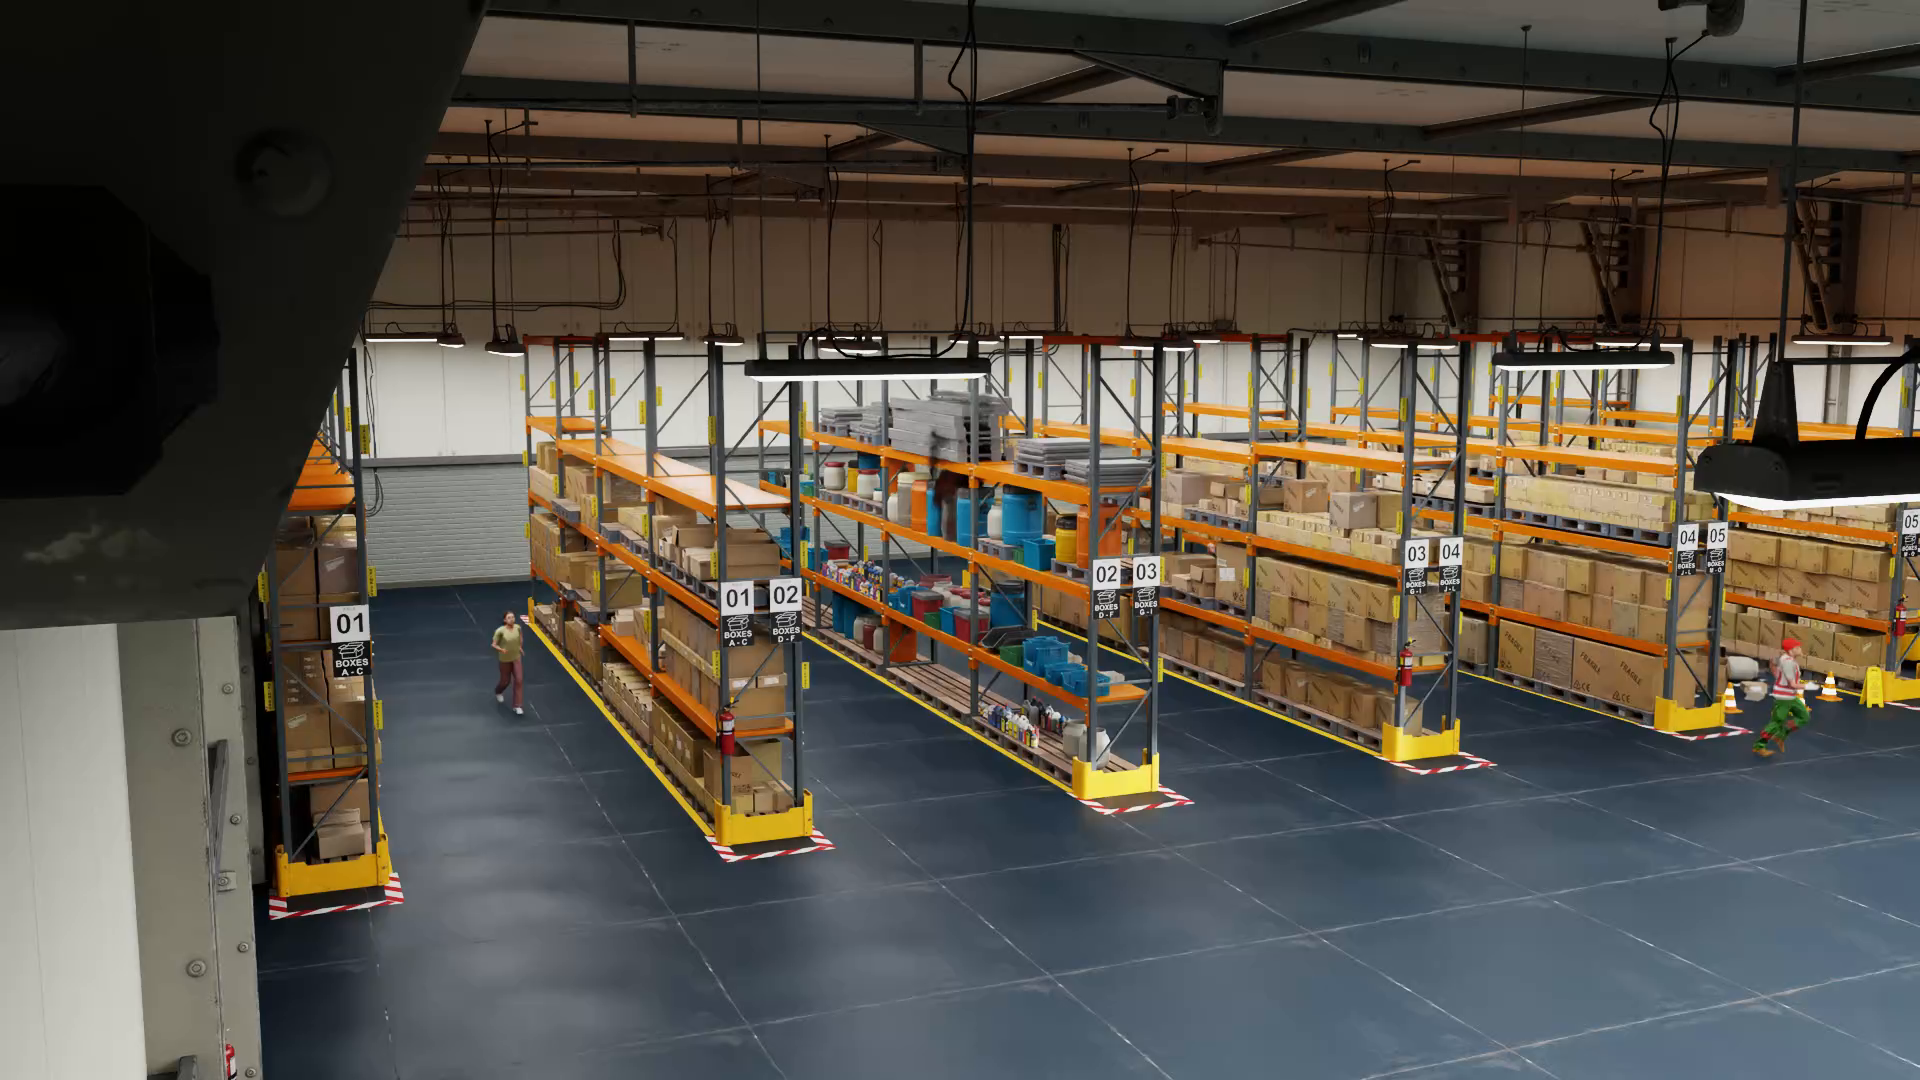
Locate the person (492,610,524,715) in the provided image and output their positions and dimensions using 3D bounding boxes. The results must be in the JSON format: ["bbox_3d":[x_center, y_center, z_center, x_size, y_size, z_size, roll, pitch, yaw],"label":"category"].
[{"bbox_3d":[-7.301,1.938,26.897,0.562,1.656,0.926,-5,9,-35],"label":"person"}]

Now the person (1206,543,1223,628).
[{"bbox_3d":[5.185,0.910,34.354,0.665,1.699,0.940,-4,9,-29],"label":"person"}]

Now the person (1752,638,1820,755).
[{"bbox_3d":[11.953,2.259,24.020,0.822,1.735,0.684,4,9,29],"label":"person"}]
